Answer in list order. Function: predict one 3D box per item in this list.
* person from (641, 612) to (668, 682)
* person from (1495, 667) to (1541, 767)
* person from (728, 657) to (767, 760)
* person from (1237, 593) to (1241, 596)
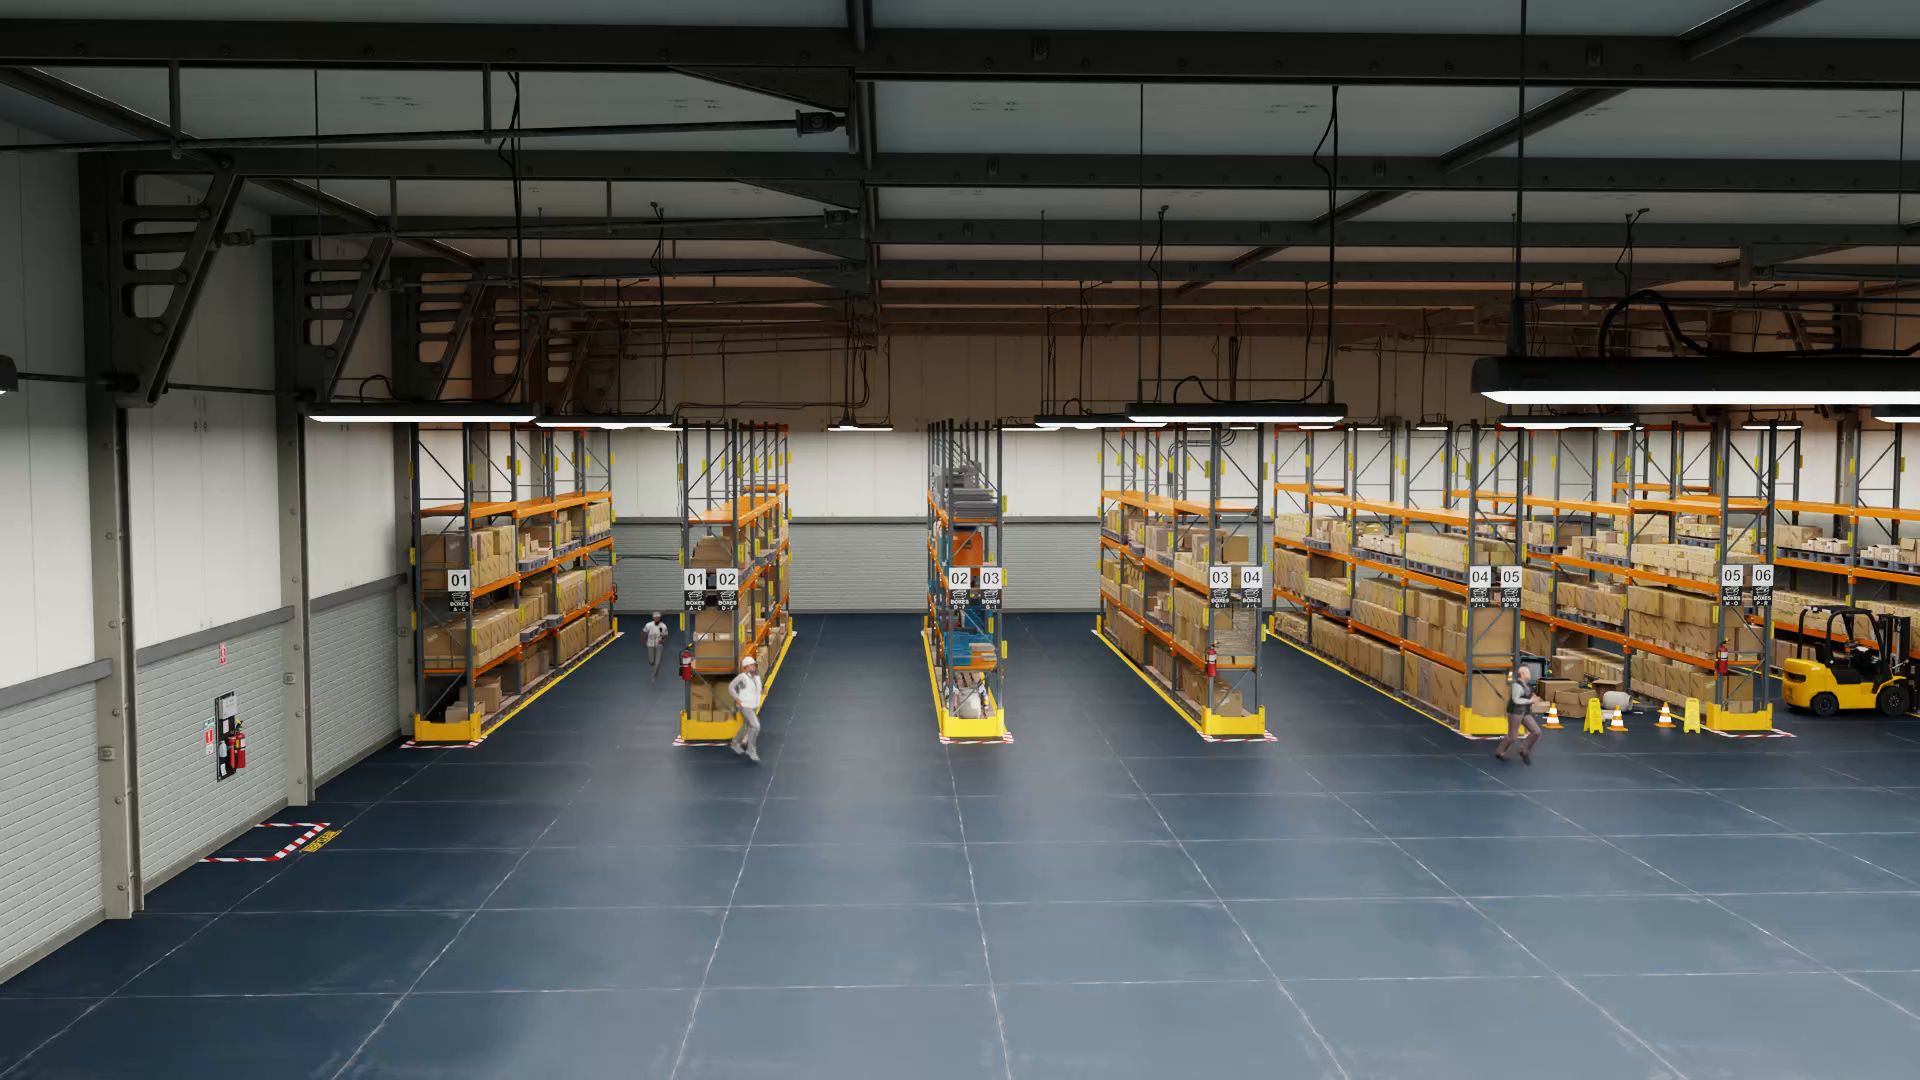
[{"bbox_3d":[-7.034,2.467,38.332,0.615,1.645,0.643,-1,4,-8],"label":"person"},{"bbox_3d":[9.633,3.038,28.660,0.820,1.716,0.673,3,5,42],"label":"person"},{"bbox_3d":[-3.746,2.967,29.366,0.772,1.835,0.643,2,4,29],"label":"person"},{"bbox_3d":[7.771,2.017,45.311,0.549,1.680,0.687,1,4,9],"label":"person"}]
